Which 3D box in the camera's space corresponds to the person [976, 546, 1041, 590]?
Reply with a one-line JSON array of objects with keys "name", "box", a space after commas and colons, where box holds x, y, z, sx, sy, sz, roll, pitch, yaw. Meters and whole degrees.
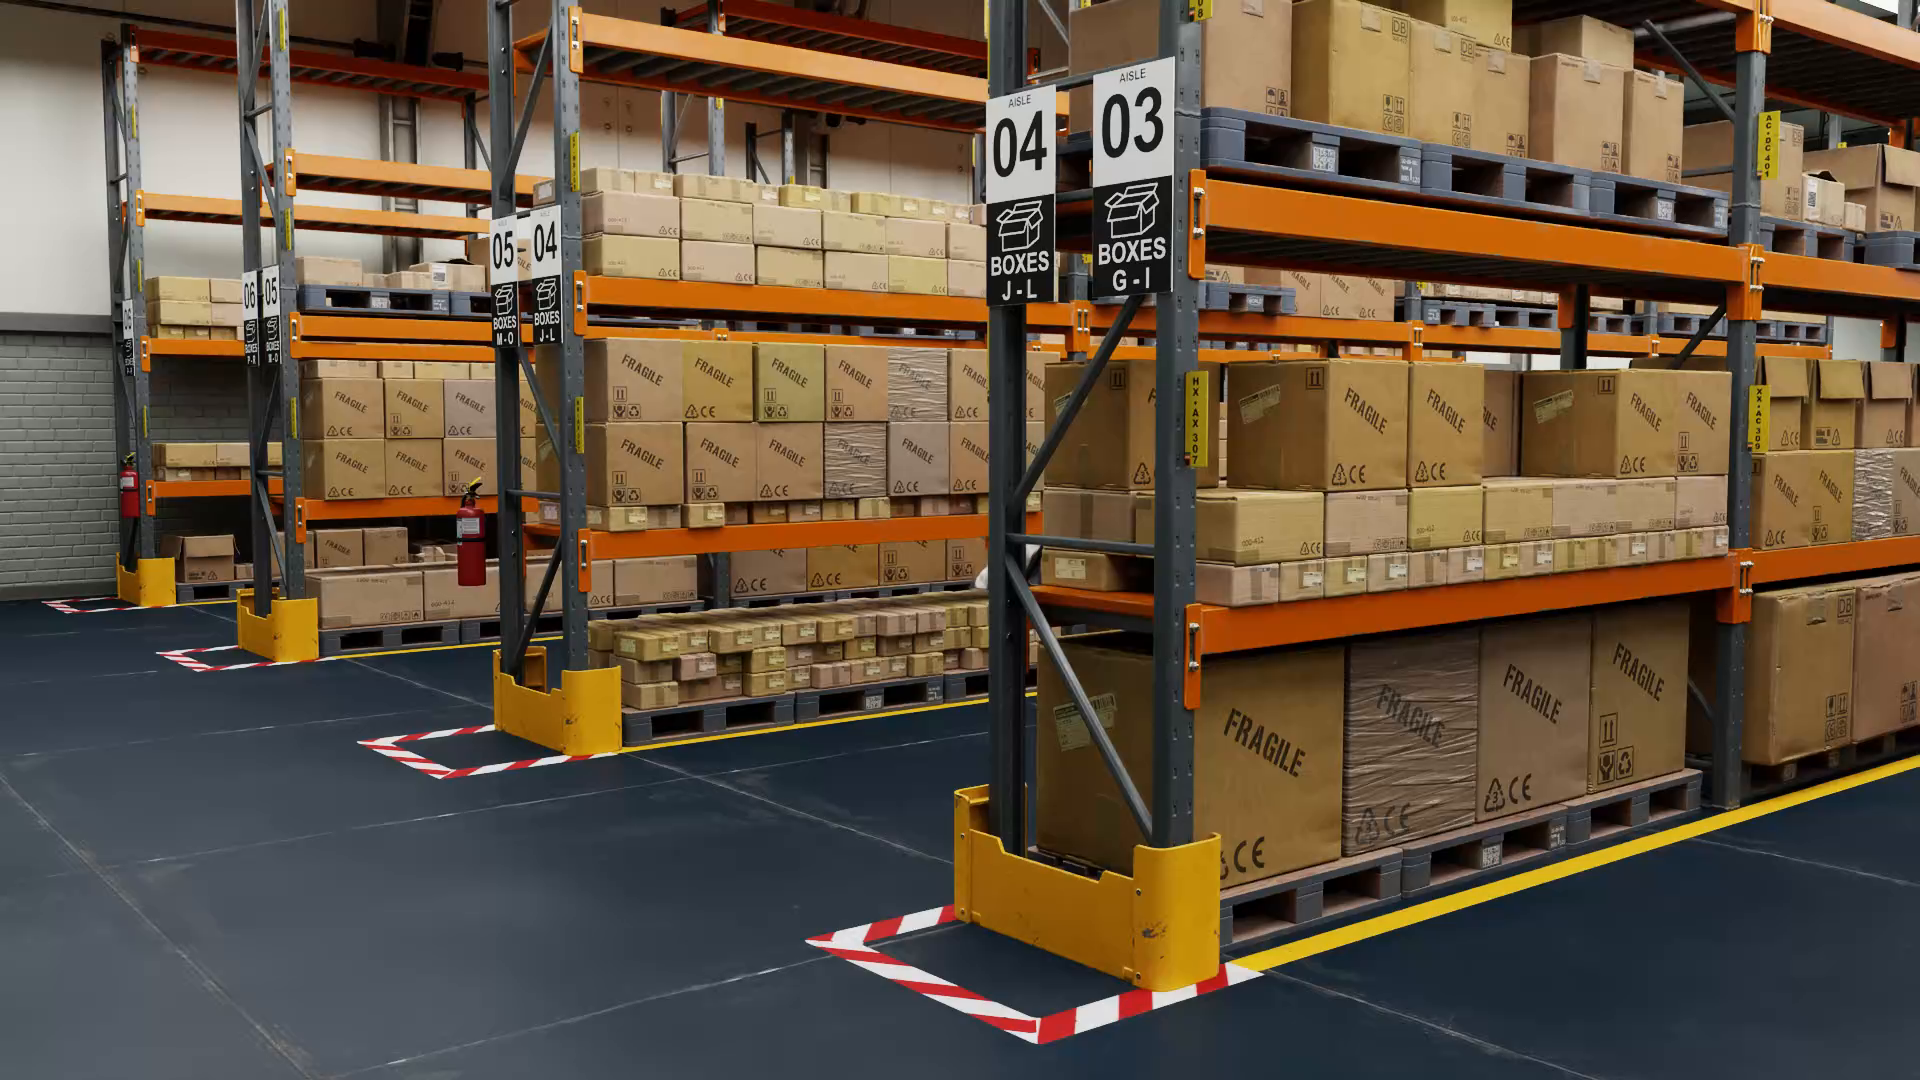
[{"name": "person", "box": [0.560, 0.436, 15.022, 0.577, 0.886, 0.906, -3, 5, -39]}]
